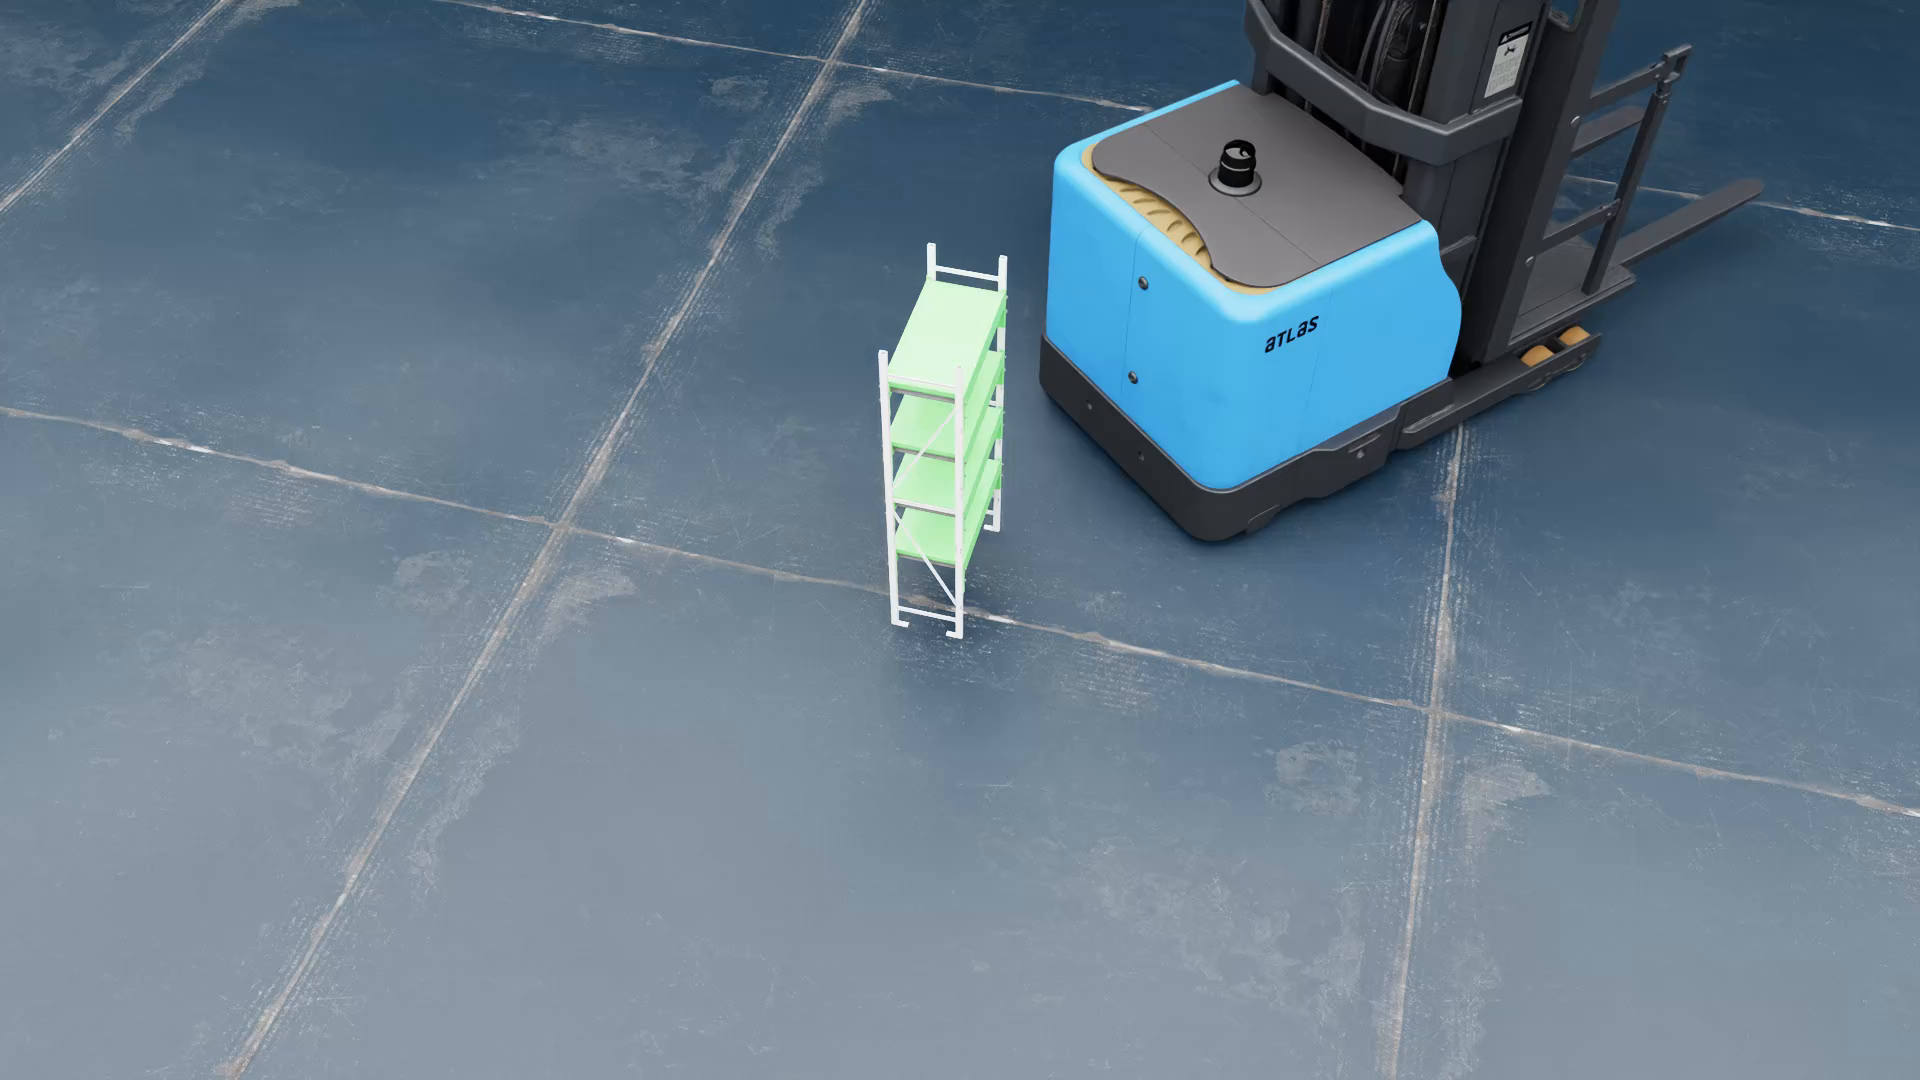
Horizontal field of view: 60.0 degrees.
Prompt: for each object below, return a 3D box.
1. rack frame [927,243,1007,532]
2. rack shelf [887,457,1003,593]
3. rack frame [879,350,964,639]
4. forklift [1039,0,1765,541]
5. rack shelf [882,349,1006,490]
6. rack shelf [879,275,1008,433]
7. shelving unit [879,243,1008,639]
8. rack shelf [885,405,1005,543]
[{"bbox_3d":[0.021,-0.454,5.350,0.240,1.200,0.015,12,50,10],"label":"rack frame"},{"bbox_3d":[-0.044,-0.076,5.422,0.258,0.148,0.480,12,50,10],"label":"rack shelf"},{"bbox_3d":[-0.108,-0.101,5.039,0.240,1.200,0.015,12,50,10],"label":"rack frame"},{"bbox_3d":[1.807,-1.840,5.419,3.031,2.935,1.130,-26,54,-21],"label":"forklift"},{"bbox_3d":[-0.044,-0.394,5.062,0.258,0.148,0.480,12,50,10],"label":"rack shelf"},{"bbox_3d":[-0.044,-0.553,4.883,0.258,0.148,0.480,12,50,10],"label":"rack shelf"},{"bbox_3d":[-0.044,-0.277,5.194,0.258,1.200,0.503,12,50,10],"label":"shelving unit"},{"bbox_3d":[-0.044,-0.235,5.242,0.258,0.148,0.480,12,50,10],"label":"rack shelf"}]
